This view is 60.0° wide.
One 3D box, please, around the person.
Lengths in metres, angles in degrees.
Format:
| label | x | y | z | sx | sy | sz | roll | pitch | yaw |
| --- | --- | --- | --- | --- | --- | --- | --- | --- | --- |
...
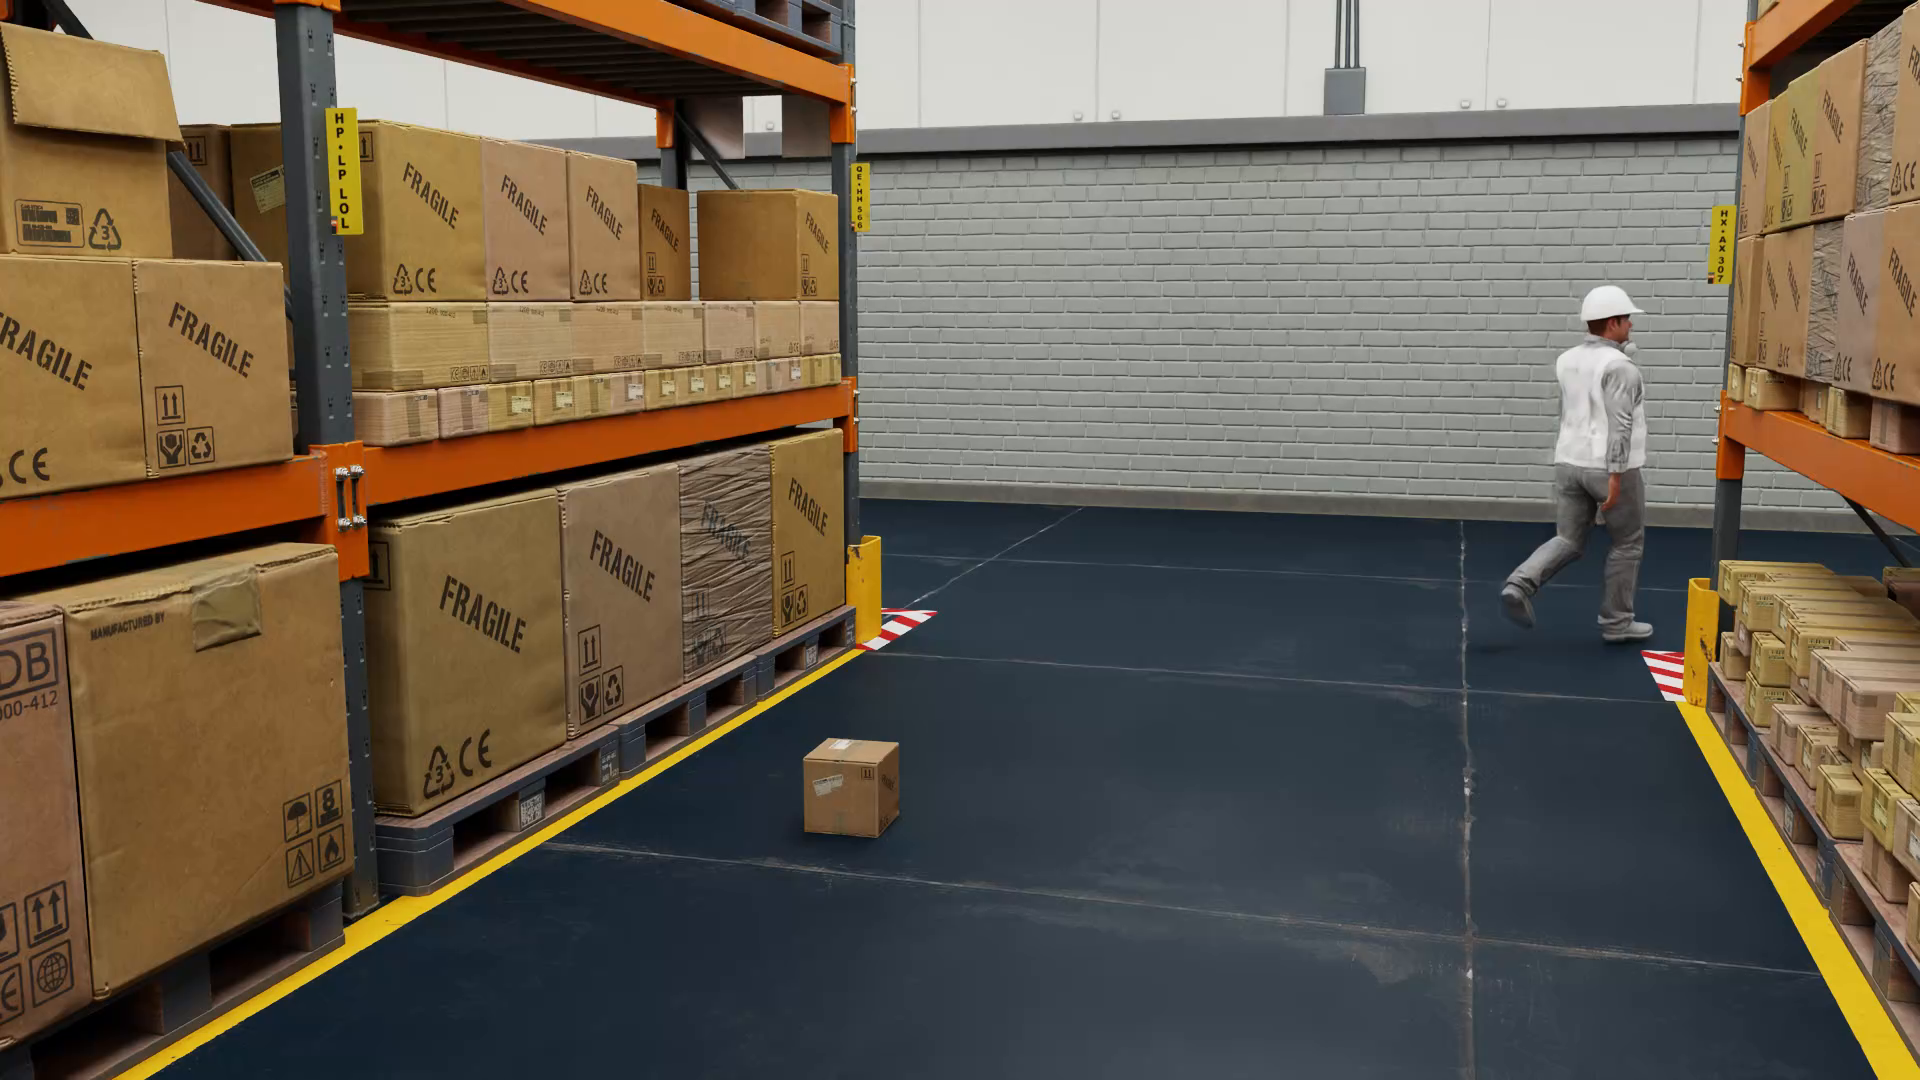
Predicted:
| label | x | y | z | sx | sy | sz | roll | pitch | yaw |
| --- | --- | --- | --- | --- | --- | --- | --- | --- | --- |
| person | 3.100 | -0.363 | 8.167 | 0.836 | 1.751 | 0.553 | -4 | 9 | -23 |
